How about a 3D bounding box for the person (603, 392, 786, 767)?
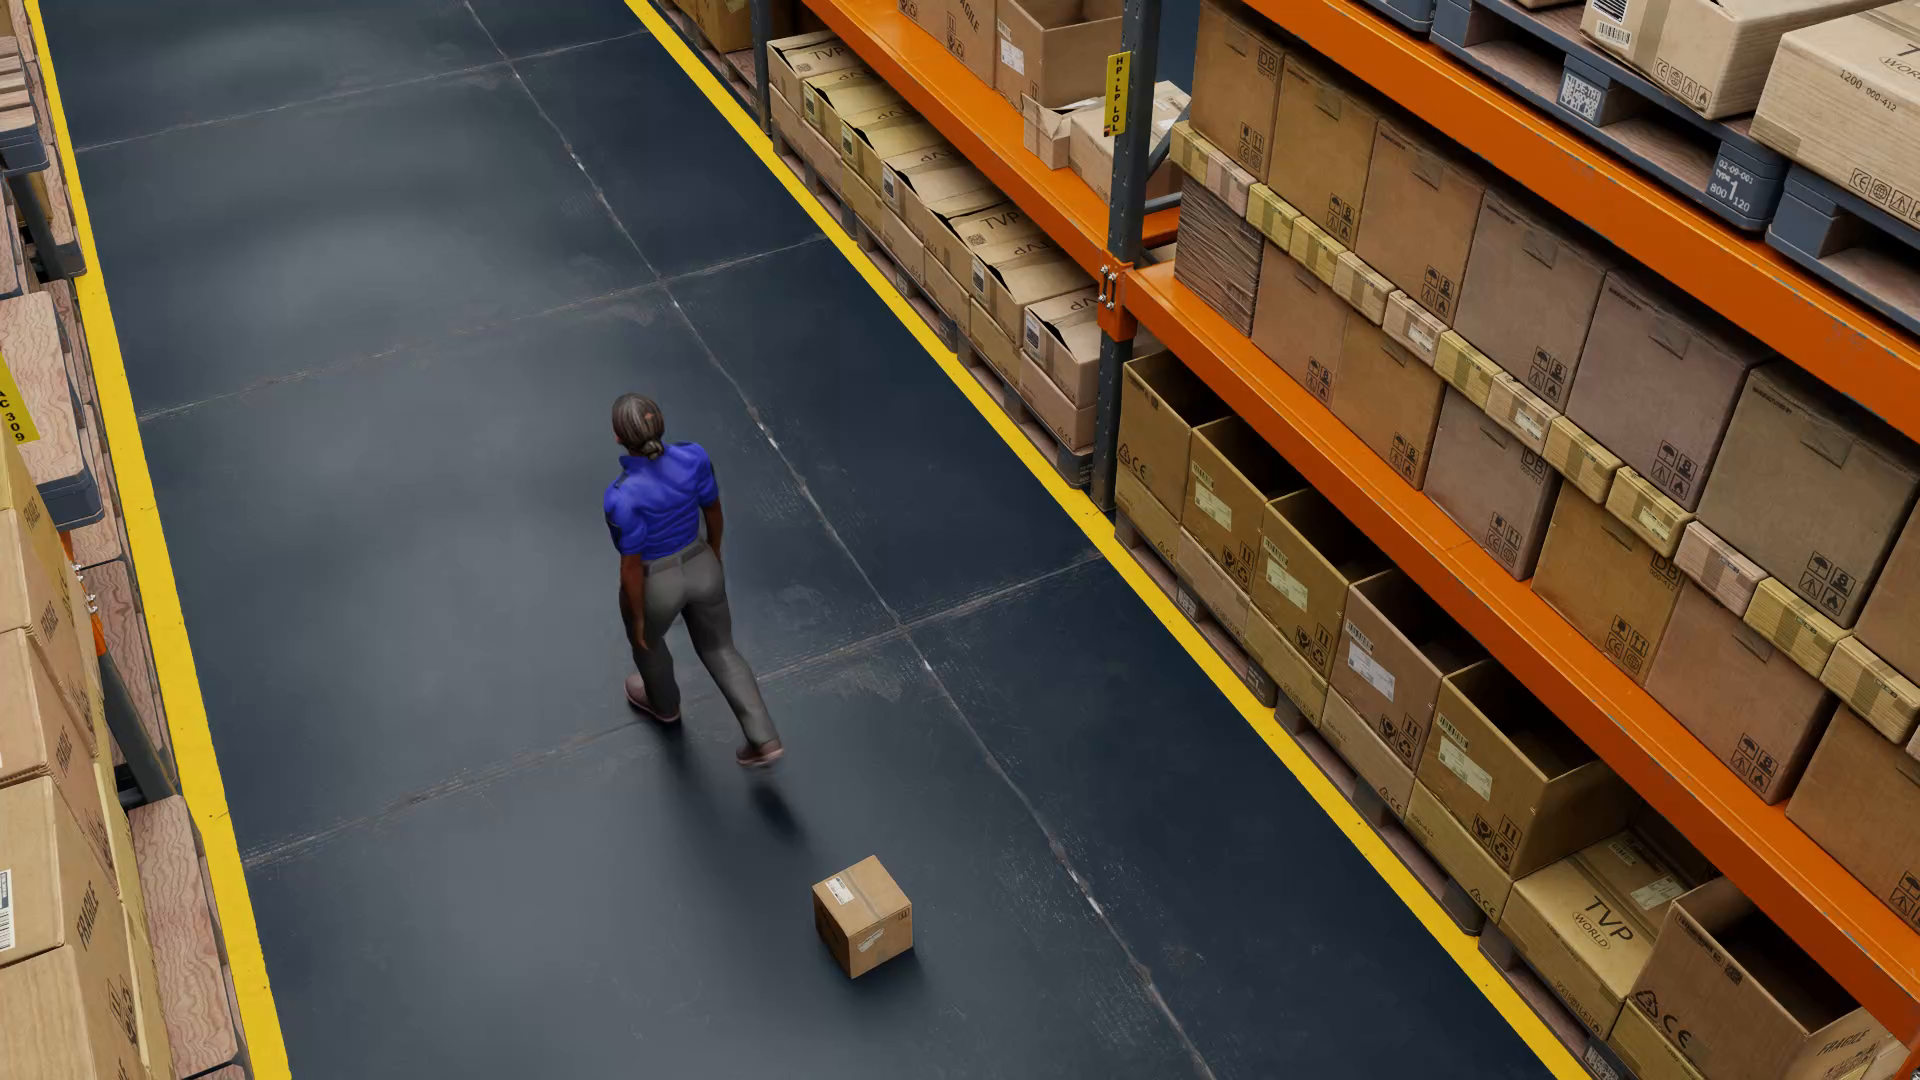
[{"bbox_3d":[-0.988,0.166,5.966,0.459,1.617,0.882,-29,49,-29],"label":"person"}]
